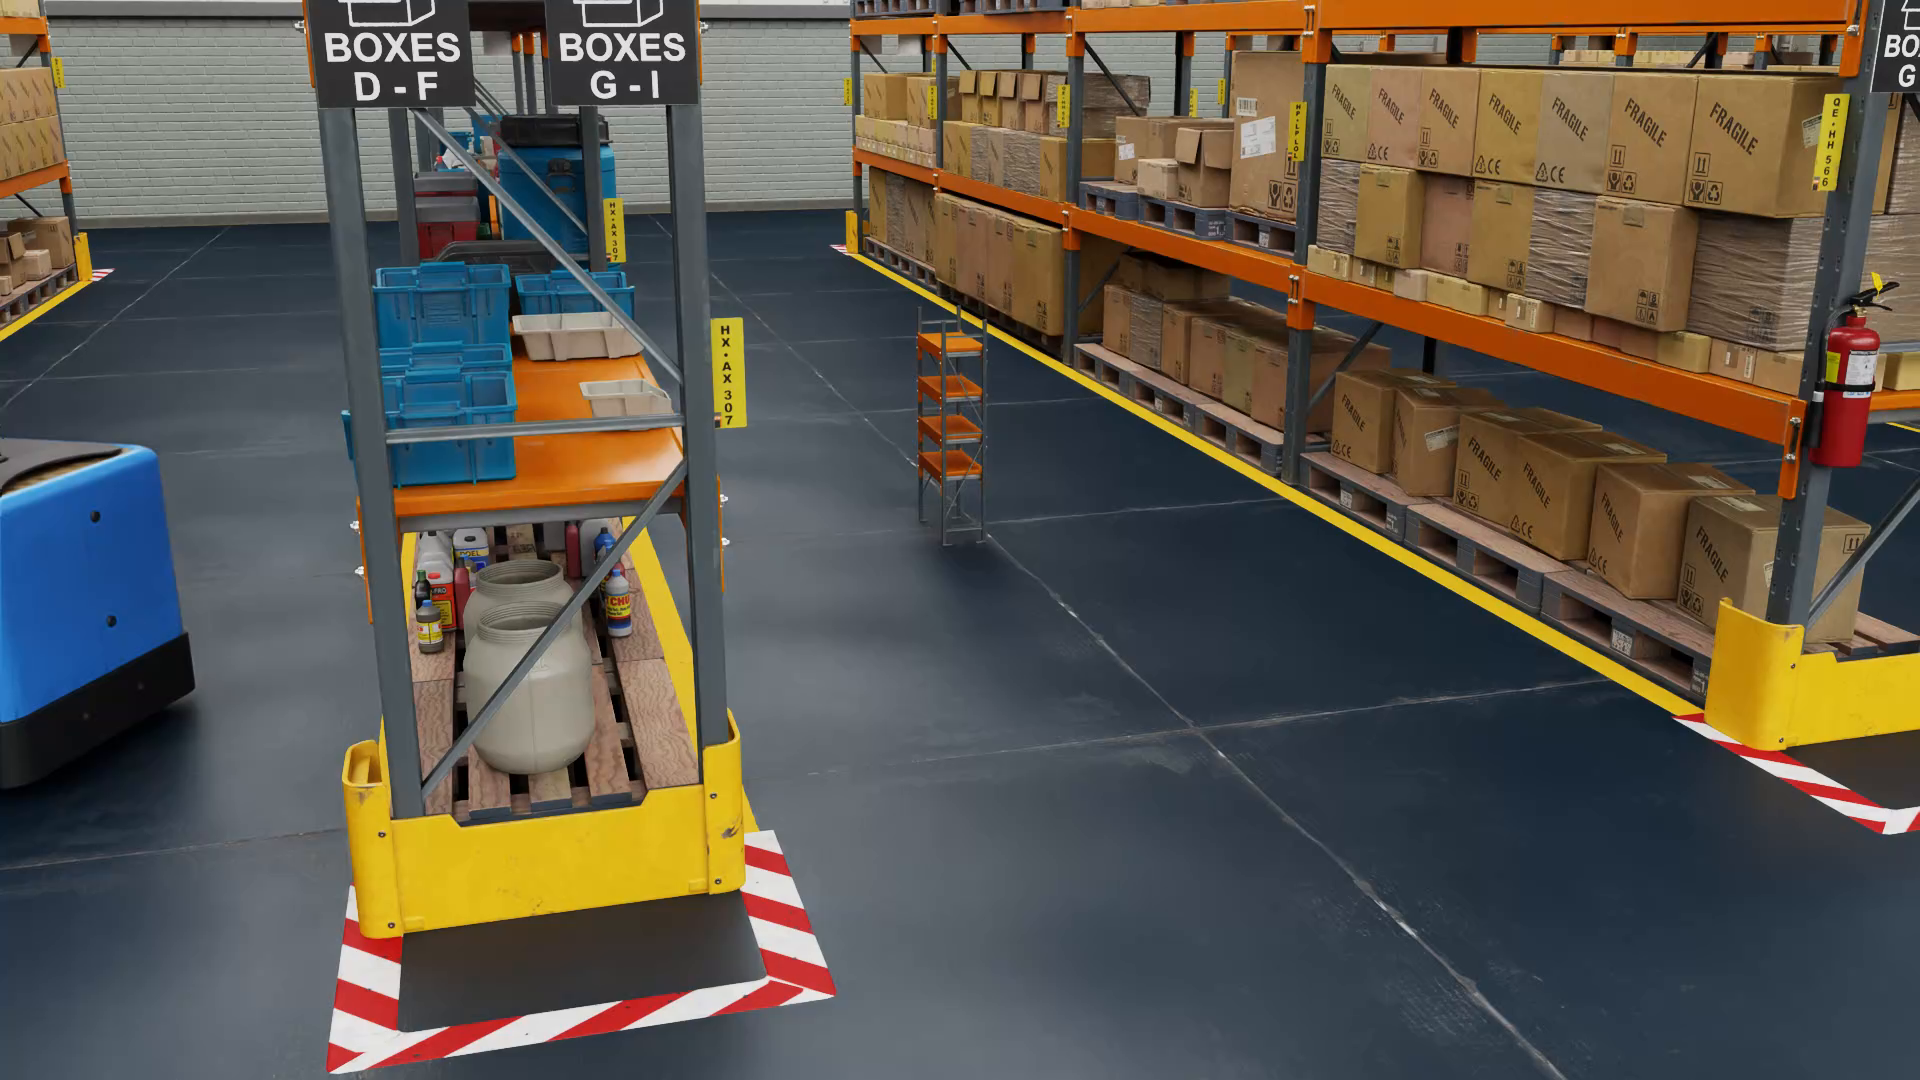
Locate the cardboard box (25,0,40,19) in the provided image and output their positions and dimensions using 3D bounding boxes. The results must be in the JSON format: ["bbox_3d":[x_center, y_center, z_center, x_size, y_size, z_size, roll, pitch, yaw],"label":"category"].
[{"bbox_3d":[-9.979,-5.593,17.405,0.500,0.250,0.500,-5,17,-15],"label":"cardboard box"}]

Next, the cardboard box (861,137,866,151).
[{"bbox_3d":[-0.996,-4.817,20.209,0.380,0.149,0.250,-5,17,-16],"label":"cardboard box"}]

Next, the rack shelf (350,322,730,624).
[{"bbox_3d":[-1.763,-0.523,6.731,1.077,0.370,4.000,-5,17,-15],"label":"rack shelf"}]

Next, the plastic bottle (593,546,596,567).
[{"bbox_3d":[-1.617,0.082,7.565,0.097,0.201,0.097,0,17,0],"label":"plastic bottle"}]

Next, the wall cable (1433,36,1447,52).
[{"bbox_3d":[8.469,-8.075,28.855,0.588,1.984,0.122,-5,17,-15],"label":"wall cable"}]

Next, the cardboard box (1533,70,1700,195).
[{"bbox_3d":[2.883,-1.784,7.250,0.500,0.500,0.500,-5,17,-15],"label":"cardboard box"}]

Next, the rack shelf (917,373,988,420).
[{"bbox_3d":[-0.045,-0.770,8.887,0.258,0.148,0.480,-5,17,-15],"label":"rack shelf"}]

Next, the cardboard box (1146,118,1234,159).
[{"bbox_3d":[1.787,-2.875,12.407,0.700,0.500,0.500,-2,17,-7],"label":"cardboard box"}]

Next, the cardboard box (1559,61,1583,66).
[{"bbox_3d":[8.539,-6.287,22.756,0.500,0.500,0.500,-5,17,-16],"label":"cardboard box"}]

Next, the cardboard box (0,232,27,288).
[{"bbox_3d":[-9.796,-2.778,16.560,0.797,0.503,0.637,-5,17,-15],"label":"cardboard box"}]

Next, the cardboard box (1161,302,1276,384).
[{"bbox_3d":[1.881,-1.440,12.113,0.700,0.500,0.500,-3,17,-11],"label":"cardboard box"}]

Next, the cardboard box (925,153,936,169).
[{"bbox_3d":[-0.147,-3.964,17.370,0.380,0.149,0.250,-5,17,-15],"label":"cardboard box"}]

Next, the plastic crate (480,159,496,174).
[{"bbox_3d":[-4.501,-3.676,16.331,0.396,0.136,0.243,-5,17,-15],"label":"plastic crate"}]

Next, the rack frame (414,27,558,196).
[{"bbox_3d":[-3.411,-2.528,12.152,1.000,3.000,0.127,-5,17,-15],"label":"rack frame"}]

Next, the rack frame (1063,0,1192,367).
[{"bbox_3d":[1.351,-2.919,13.456,1.000,3.000,0.127,-5,17,-15],"label":"rack frame"}]

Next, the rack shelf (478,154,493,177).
[{"bbox_3d":[-5.060,-3.843,17.781,1.077,0.370,4.000,-5,17,-15],"label":"rack shelf"}]

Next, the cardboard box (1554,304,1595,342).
[{"bbox_3d":[2.913,-0.993,7.480,0.380,0.149,0.250,-5,17,-15],"label":"cardboard box"}]

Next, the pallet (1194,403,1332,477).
[{"bbox_3d":[2.235,-0.692,10.890,1.003,0.211,1.213,-5,17,-15],"label":"pallet"}]

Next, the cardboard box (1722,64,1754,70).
[{"bbox_3d":[9.385,-5.444,19.951,0.500,0.500,0.500,-5,17,-16],"label":"cardboard box"}]

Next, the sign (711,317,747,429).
[{"bbox_3d":[-0.683,-0.490,4.887,0.100,0.325,0.005,-5,17,-15],"label":"sign"}]

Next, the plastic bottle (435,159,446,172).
[{"bbox_3d":[-4.251,-2.946,13.630,0.144,0.351,0.185,-5,17,-15],"label":"plastic bottle"}]

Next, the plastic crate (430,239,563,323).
[{"bbox_3d":[-2.291,-1.237,7.962,0.767,0.338,0.504,-5,17,-15],"label":"plastic crate"}]

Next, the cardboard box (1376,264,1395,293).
[{"bbox_3d":[2.449,-1.404,8.847,0.380,0.149,0.250,-5,17,-15],"label":"cardboard box"}]

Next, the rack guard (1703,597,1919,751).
[{"bbox_3d":[3.528,0.470,6.519,1.175,0.500,0.348,-5,17,-15],"label":"rack guard"}]

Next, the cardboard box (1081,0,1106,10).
[{"bbox_3d":[1.235,-4.134,12.546,0.500,0.250,0.500,-4,17,-14],"label":"cardboard box"}]

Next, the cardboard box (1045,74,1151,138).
[{"bbox_3d":[1.165,-3.651,13.975,0.797,0.503,0.637,-4,17,-13],"label":"cardboard box"}]

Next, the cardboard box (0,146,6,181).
[{"bbox_3d":[-9.296,-3.595,15.533,0.500,0.500,0.500,-4,17,-14],"label":"cardboard box"}]

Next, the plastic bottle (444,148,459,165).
[{"bbox_3d":[-4.715,-3.476,15.396,0.144,0.351,0.185,-5,17,-15],"label":"plastic bottle"}]

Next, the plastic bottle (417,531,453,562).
[{"bbox_3d":[-2.270,0.114,7.198,0.144,0.351,0.185,-4,17,-13],"label":"plastic bottle"}]

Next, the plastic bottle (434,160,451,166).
[{"bbox_3d":[-4.495,-3.160,14.475,0.152,0.276,0.135,-5,17,-15],"label":"plastic bottle"}]

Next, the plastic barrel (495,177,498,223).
[{"bbox_3d":[-2.923,-2.313,11.245,0.421,0.512,0.421,0,17,0],"label":"plastic barrel"}]

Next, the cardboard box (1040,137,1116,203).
[{"bbox_3d":[0.977,-3.084,13.831,0.500,0.500,0.500,-4,17,-14],"label":"cardboard box"}]

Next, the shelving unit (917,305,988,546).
[{"bbox_3d":[-0.045,-0.620,8.932,0.258,1.200,0.503,-5,17,-15],"label":"shelving unit"}]

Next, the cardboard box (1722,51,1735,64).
[{"bbox_3d":[9.362,-5.858,20.200,0.380,0.149,0.250,-5,17,-15],"label":"cardboard box"}]

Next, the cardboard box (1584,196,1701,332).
[{"bbox_3d":[3.172,-1.180,6.975,0.875,0.500,0.500,-5,17,-15],"label":"cardboard box"}]

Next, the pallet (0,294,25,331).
[{"bbox_3d":[-9.462,-2.098,15.569,1.003,0.211,1.213,-5,17,-15],"label":"pallet"}]

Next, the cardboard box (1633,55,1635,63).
[{"bbox_3d":[8.854,-6.273,21.581,0.380,0.149,0.250,-5,17,-15],"label":"cardboard box"}]

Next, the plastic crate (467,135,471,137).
[{"bbox_3d":[-5.678,-4.413,18.614,0.416,0.233,0.300,-5,17,-15],"label":"plastic crate"}]

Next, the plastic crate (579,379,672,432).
[{"bbox_3d":[-1.150,-0.461,5.732,0.298,0.136,0.250,-5,17,-15],"label":"plastic crate"}]

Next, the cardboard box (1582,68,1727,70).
[{"bbox_3d":[3.248,-1.964,7.848,0.500,0.500,0.500,-5,17,-15],"label":"cardboard box"}]

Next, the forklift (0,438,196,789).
[{"bbox_3d":[-4.653,-0.694,6.169,3.031,2.935,1.130,3,17,11],"label":"forklift"}]

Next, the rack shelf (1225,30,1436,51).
[{"bbox_3d":[4.499,-6.035,19.866,1.077,0.370,4.000,-5,17,-15],"label":"rack shelf"}]

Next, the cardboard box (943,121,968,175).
[{"bbox_3d":[0.138,-3.926,16.636,0.500,0.500,0.500,-5,17,-15],"label":"cardboard box"}]

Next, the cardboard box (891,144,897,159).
[{"bbox_3d":[-0.570,-4.390,18.788,0.380,0.149,0.250,-4,17,-14],"label":"cardboard box"}]

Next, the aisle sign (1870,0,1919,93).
[{"bbox_3d":[3.278,-1.910,5.579,0.394,0.787,0.004,-5,17,-15],"label":"aisle sign"}]

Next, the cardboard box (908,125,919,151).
[{"bbox_3d":[-0.267,-4.341,17.932,0.500,0.250,0.500,-4,17,-14],"label":"cardboard box"}]

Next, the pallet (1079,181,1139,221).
[{"bbox_3d":[1.649,-2.639,12.855,1.213,0.211,1.003,-5,17,-15],"label":"pallet"}]

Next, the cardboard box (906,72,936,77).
[{"bbox_3d":[-0.461,-5.448,20.314,0.500,0.500,0.500,-4,17,-15],"label":"cardboard box"}]

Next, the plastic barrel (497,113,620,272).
[{"bbox_3d":[-2.127,-1.792,8.832,0.600,0.901,0.708,-5,17,-15],"label":"plastic barrel"}]

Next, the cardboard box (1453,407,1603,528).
[{"bbox_3d":[2.932,-0.380,8.617,0.500,0.500,0.500,-6,18,-20],"label":"cardboard box"}]

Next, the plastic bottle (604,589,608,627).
[{"bbox_3d":[-1.440,0.260,6.972,0.097,0.201,0.097,0,17,0],"label":"plastic bottle"}]

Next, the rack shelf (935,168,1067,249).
[{"bbox_3d":[0.801,-3.128,15.401,1.077,0.370,4.000,-5,17,-15],"label":"rack shelf"}]

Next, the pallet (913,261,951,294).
[{"bbox_3d":[0.118,-2.907,18.261,1.003,0.211,1.213,-5,17,-15],"label":"pallet"}]

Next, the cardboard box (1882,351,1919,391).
[{"bbox_3d":[3.700,-0.684,6.451,0.380,0.149,0.250,-5,17,-15],"label":"cardboard box"}]

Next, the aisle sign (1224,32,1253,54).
[{"bbox_3d":[3.641,-6.738,21.650,0.394,0.787,0.004,-5,17,-15],"label":"aisle sign"}]

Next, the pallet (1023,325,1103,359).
[{"bbox_3d":[1.207,-1.808,14.603,1.003,0.211,1.213,-5,17,-15],"label":"pallet"}]

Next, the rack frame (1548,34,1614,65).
[{"bbox_3d":[8.681,-5.915,23.431,1.000,3.000,0.127,-5,17,-15],"label":"rack frame"}]
